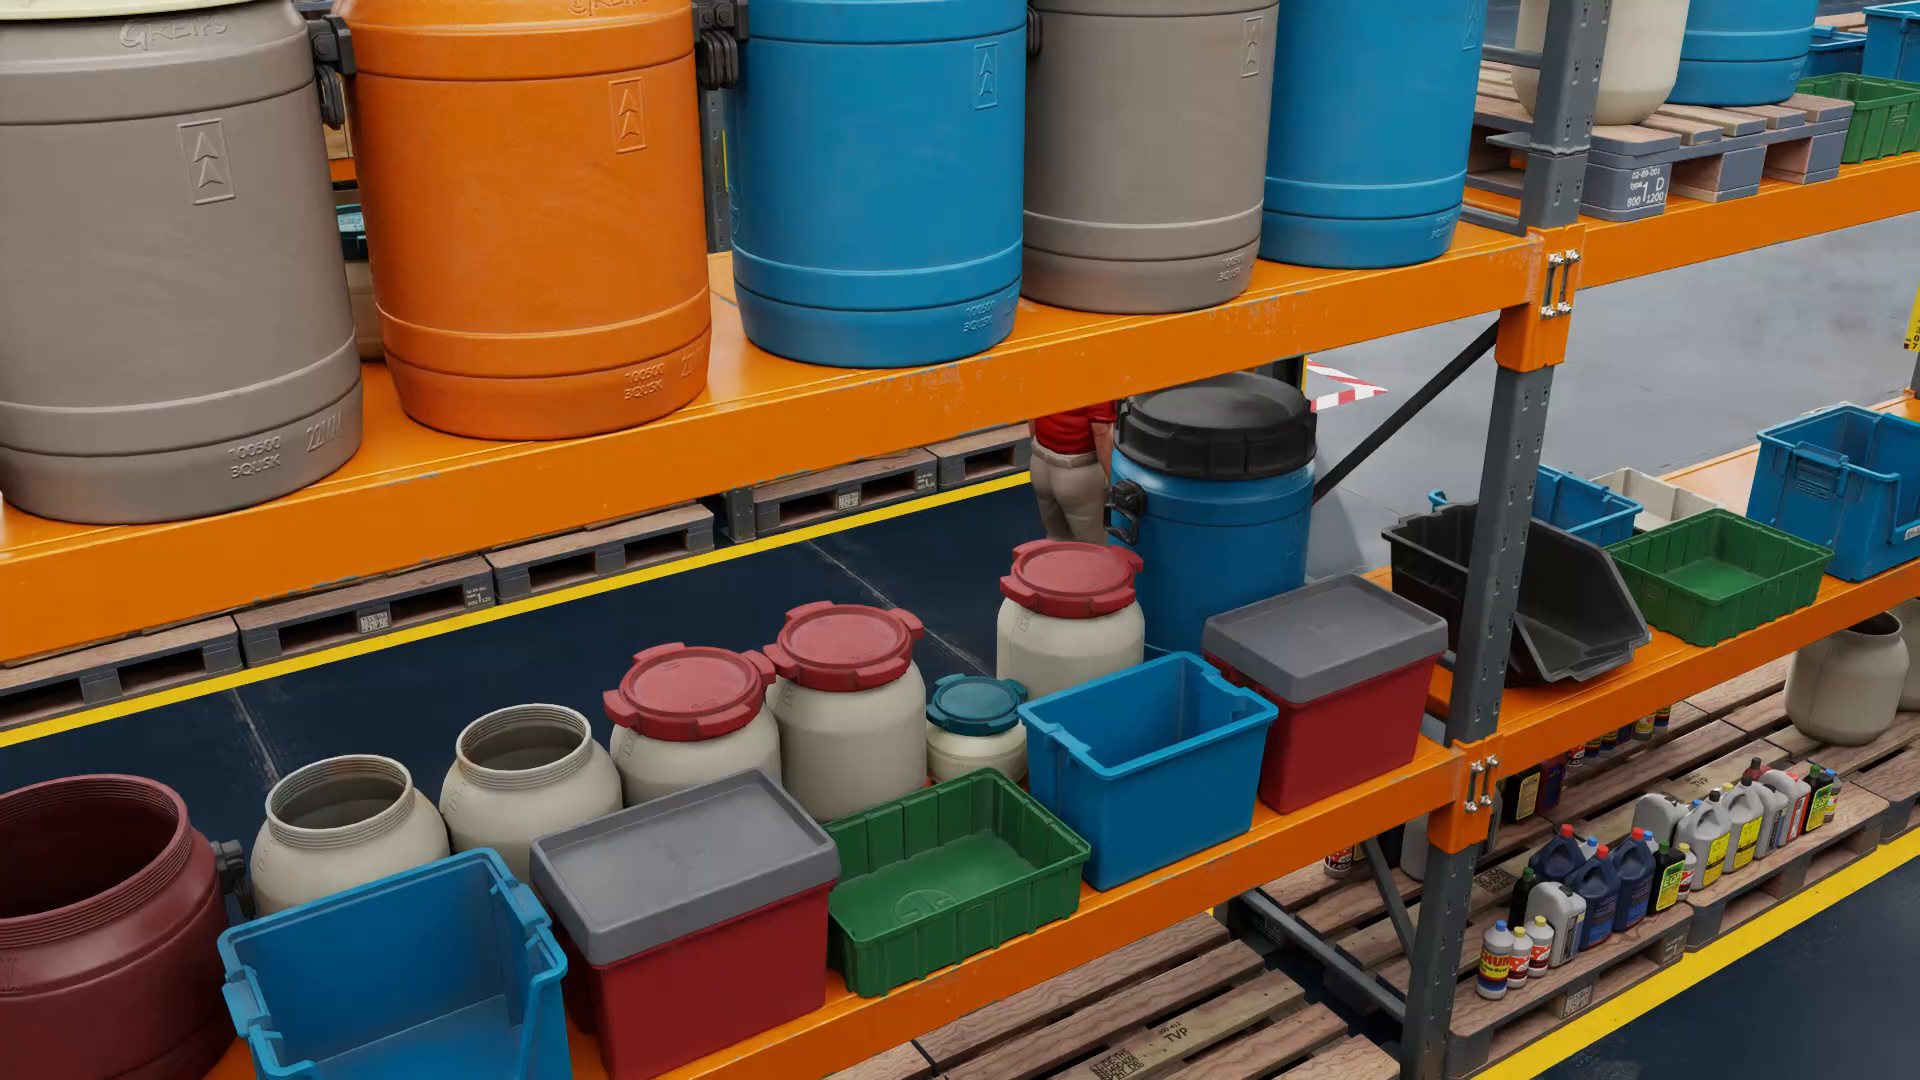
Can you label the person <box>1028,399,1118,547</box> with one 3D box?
[{"bbox_3d":[0.554,-0.319,7.809,0.393,1.726,0.600,-17,30,-33],"label":"person"}]
